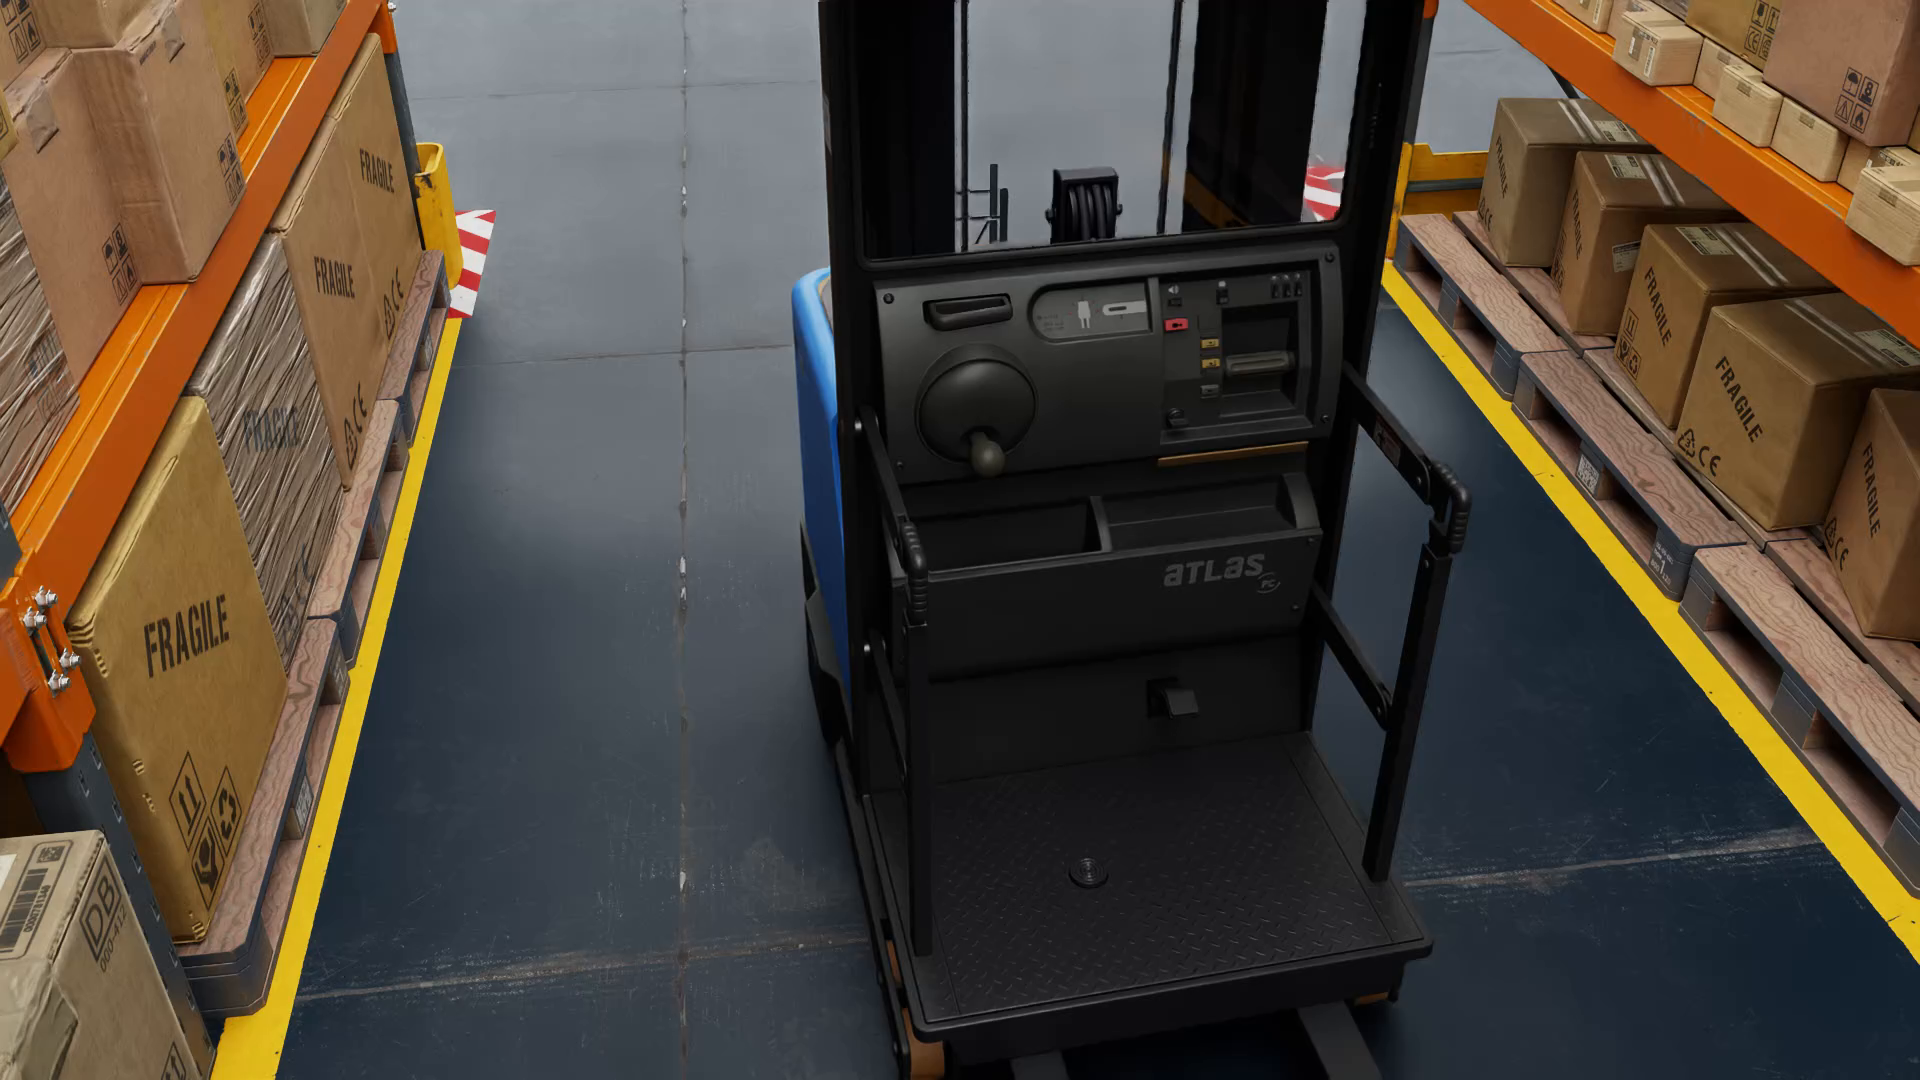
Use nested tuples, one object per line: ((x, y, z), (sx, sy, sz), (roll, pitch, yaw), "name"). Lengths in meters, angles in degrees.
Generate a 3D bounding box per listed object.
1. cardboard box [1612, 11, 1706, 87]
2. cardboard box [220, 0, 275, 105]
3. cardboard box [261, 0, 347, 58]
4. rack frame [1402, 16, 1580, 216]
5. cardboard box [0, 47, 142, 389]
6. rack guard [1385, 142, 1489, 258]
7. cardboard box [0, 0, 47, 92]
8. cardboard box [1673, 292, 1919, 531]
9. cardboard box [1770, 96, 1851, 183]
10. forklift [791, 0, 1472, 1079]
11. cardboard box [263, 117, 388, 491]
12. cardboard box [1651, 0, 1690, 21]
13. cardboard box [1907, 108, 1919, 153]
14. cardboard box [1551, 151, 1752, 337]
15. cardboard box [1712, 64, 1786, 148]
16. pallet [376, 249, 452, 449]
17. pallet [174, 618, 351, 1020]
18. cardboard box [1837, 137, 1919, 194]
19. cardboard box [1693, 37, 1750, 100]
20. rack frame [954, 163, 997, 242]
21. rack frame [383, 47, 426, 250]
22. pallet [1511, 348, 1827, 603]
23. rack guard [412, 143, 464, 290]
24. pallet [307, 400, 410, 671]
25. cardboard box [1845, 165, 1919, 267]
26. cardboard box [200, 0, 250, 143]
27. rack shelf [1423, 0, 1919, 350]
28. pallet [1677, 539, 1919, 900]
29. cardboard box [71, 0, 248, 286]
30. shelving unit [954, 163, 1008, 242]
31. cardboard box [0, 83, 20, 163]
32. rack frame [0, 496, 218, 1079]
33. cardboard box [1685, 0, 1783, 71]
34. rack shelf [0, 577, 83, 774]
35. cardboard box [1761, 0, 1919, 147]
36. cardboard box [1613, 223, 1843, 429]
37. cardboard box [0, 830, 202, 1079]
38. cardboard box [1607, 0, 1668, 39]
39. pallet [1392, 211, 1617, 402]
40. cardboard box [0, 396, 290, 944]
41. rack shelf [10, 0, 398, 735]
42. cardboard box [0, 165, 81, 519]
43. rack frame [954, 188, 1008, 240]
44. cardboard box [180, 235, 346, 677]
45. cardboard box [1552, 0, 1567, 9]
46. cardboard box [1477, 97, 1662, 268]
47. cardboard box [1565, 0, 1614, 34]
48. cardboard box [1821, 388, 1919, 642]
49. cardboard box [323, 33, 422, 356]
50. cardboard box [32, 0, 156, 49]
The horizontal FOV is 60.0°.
((2.199, -1.476, 4.976), (0.380, 0.149, 0.250), (-4, 35, -6), "cardboard box")
((-2.496, -1.513, 4.674), (0.875, 0.550, 0.550), (-4, 35, -6), "cardboard box")
((-2.447, -1.835, 5.146), (0.875, 0.550, 0.550), (-4, 35, -6), "cardboard box")
((2.291, -2.601, 6.404), (1.000, 3.000, 0.127), (-4, 35, -6), "rack frame")
((-2.257, -0.622, 3.366), (0.875, 0.550, 0.550), (-4, 35, -6), "cardboard box")
((2.301, -1.526, 7.045), (1.175, 0.500, 0.348), (-4, 35, -6), "rack guard")
((-2.304, -1.065, 3.057), (0.875, 0.550, 0.550), (-4, 35, -6), "cardboard box")
((2.569, -0.396, 5.014), (0.500, 0.500, 0.500), (-7, 35, -11), "cardboard box")
((2.390, -1.065, 4.372), (0.380, 0.149, 0.250), (-4, 35, -6), "cardboard box")
((0.348, -0.288, 3.070), (1.130, 2.935, 3.031), (-7, 35, -10), "forklift")
((-2.360, -0.713, 5.147), (0.875, 0.875, 0.875), (-5, 35, -7), "cardboard box")
((2.548, -1.904, 5.028), (0.875, 0.500, 0.500), (-4, 35, -6), "cardboard box")
((2.797, -1.071, 3.805), (0.875, 0.500, 0.500), (-4, 35, -6), "cardboard box")
((2.473, -1.061, 5.991), (0.500, 0.500, 0.500), (4, 35, 6), "cardboard box")
((2.322, -1.201, 4.572), (0.380, 0.149, 0.250), (-4, 35, -6), "cardboard box")
((-2.452, -0.690, 6.075), (1.003, 0.211, 1.213), (-4, 35, -6), "pallet")
((-2.124, 0.672, 4.077), (1.003, 0.211, 1.213), (-4, 35, -6), "pallet")
((2.463, -0.928, 4.171), (0.380, 0.149, 0.250), (-4, 35, -6), "cardboard box")
((2.364, -1.347, 4.786), (0.380, 0.149, 0.250), (-4, 35, -6), "cardboard box")
((-0.014, -0.555, 4.999), (0.240, 1.200, 0.006), (-4, 35, -6), "rack frame")
((-2.638, -2.282, 5.935), (1.000, 3.000, 0.127), (-4, 35, -6), "rack frame")
((2.536, -0.271, 5.461), (1.003, 0.211, 1.213), (-4, 35, -6), "pallet")
((-2.641, -1.263, 6.659), (1.175, 0.500, 0.348), (-4, 35, -6), "rack guard")
((-2.292, -0.010, 5.078), (1.003, 0.211, 1.213), (-4, 35, -6), "pallet")
((2.366, -0.779, 3.952), (0.380, 0.149, 0.250), (-4, 35, -6), "cardboard box")
((-2.384, -1.221, 4.244), (0.875, 0.550, 0.500), (-4, 35, -6), "cardboard box")
((2.560, -1.188, 4.969), (1.077, 0.370, 4.000), (-4, 35, -6), "rack shelf")
((2.704, 0.411, 4.460), (1.003, 0.211, 1.213), (-4, 35, -6), "pallet")
((-2.213, -0.932, 3.822), (0.875, 0.550, 0.550), (-4, 35, -6), "cardboard box")
((-0.002, -0.504, 4.924), (0.258, 1.200, 0.189), (-4, 35, -6), "shelving unit")
((-2.115, -0.767, 2.619), (0.875, 0.550, 0.550), (-4, 35, -6), "cardboard box")
((-2.100, -0.050, 2.660), (1.000, 3.000, 0.127), (-4, 35, -6), "rack frame")
((2.604, -1.625, 4.617), (0.875, 0.500, 0.500), (-4, 35, -6), "cardboard box")
((-1.831, 1.363, 1.225), (1.077, 0.370, 4.000), (-4, 35, -6), "rack shelf")
((2.630, -1.342, 4.203), (0.875, 0.500, 0.500), (-4, 35, -6), "cardboard box")
((2.538, -0.711, 5.476), (0.500, 0.500, 0.500), (-1, 34, -2), "cardboard box")
((-1.927, 1.046, 2.677), (1.050, 0.750, 0.750), (-5, 35, -7), "cardboard box")
((2.268, -1.624, 5.192), (0.380, 0.149, 0.250), (-4, 35, -6), "cardboard box")
((2.375, -0.951, 6.458), (1.003, 0.211, 1.213), (-4, 35, -6), "pallet")
((-2.115, 0.298, 3.663), (0.875, 0.875, 0.875), (-4, 34, -6), "cardboard box")
((-2.369, -0.869, 4.500), (1.077, 0.370, 4.000), (-4, 35, -6), "rack shelf")
((-2.161, -0.317, 2.918), (0.875, 0.550, 0.550), (-4, 35, -6), "cardboard box")
((0.010, -0.453, 4.849), (0.240, 1.200, 0.006), (-4, 35, -6), "rack frame")
((-2.240, -0.205, 4.400), (0.875, 0.875, 0.875), (-4, 34, -6), "cardboard box")
((2.181, -1.901, 5.599), (0.380, 0.149, 0.250), (-4, 35, -6), "cardboard box")
((2.358, -1.392, 6.476), (0.500, 0.500, 0.500), (2, 34, 2), "cardboard box")
((2.207, -1.761, 5.393), (0.380, 0.149, 0.250), (-4, 35, -6), "cardboard box")
((2.730, -0.055, 4.514), (0.500, 0.500, 0.500), (6, 35, 9), "cardboard box")
((-2.481, -1.204, 5.867), (0.875, 0.875, 0.875), (-4, 34, -6), "cardboard box")
((-2.241, -1.377, 3.514), (0.875, 0.550, 0.550), (-4, 35, -6), "cardboard box")
